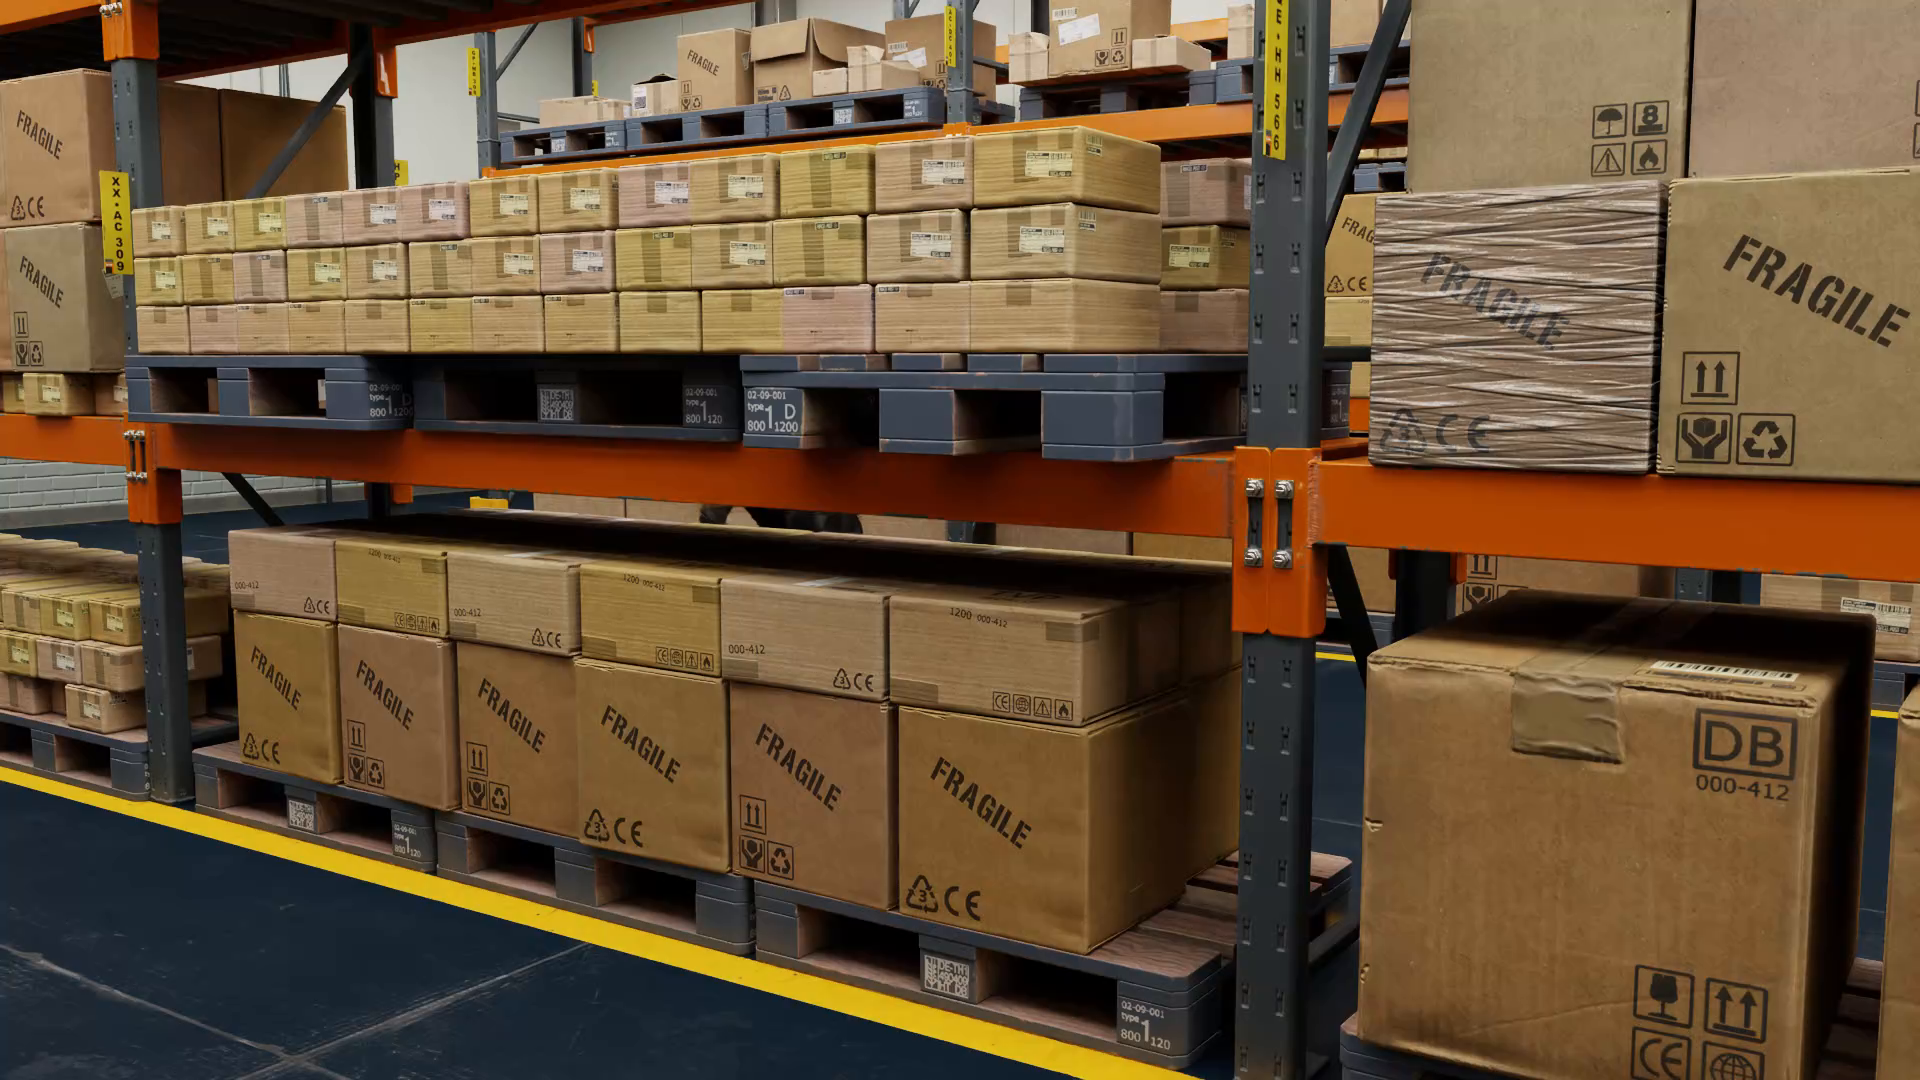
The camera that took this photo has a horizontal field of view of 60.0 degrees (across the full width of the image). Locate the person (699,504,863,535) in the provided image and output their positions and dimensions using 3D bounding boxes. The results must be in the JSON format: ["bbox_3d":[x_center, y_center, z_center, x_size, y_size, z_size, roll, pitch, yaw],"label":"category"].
[{"bbox_3d":[-0.795,0.068,7.011,0.742,1.345,0.590,4,8,34],"label":"person"}]
